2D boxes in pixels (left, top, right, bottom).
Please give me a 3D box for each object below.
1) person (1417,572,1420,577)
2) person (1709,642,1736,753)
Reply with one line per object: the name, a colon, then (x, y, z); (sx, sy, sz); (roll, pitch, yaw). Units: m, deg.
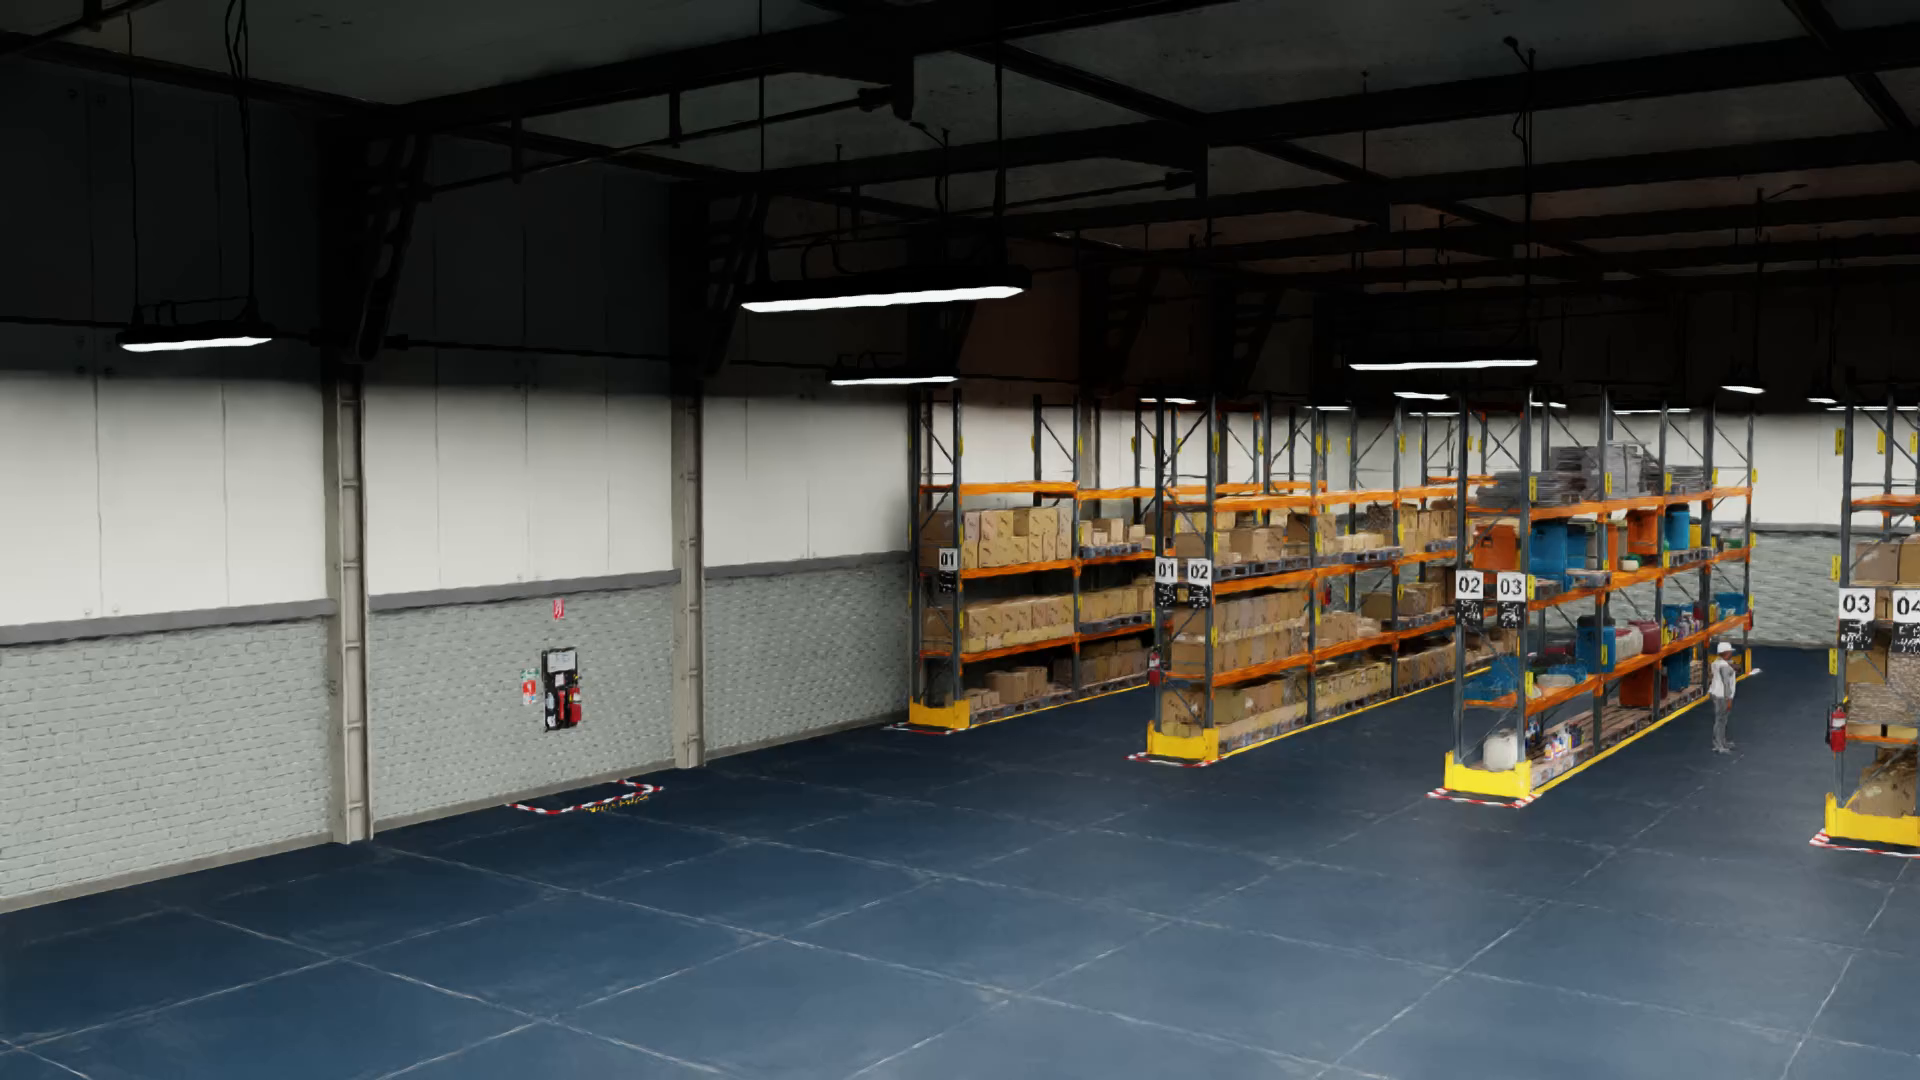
person: (12.330, 1.649, 44.530); (0.447, 1.588, 1.096); (2, 4, 37)
person: (12.492, 2.551, 27.136); (0.463, 1.782, 0.598); (1, 3, 9)
